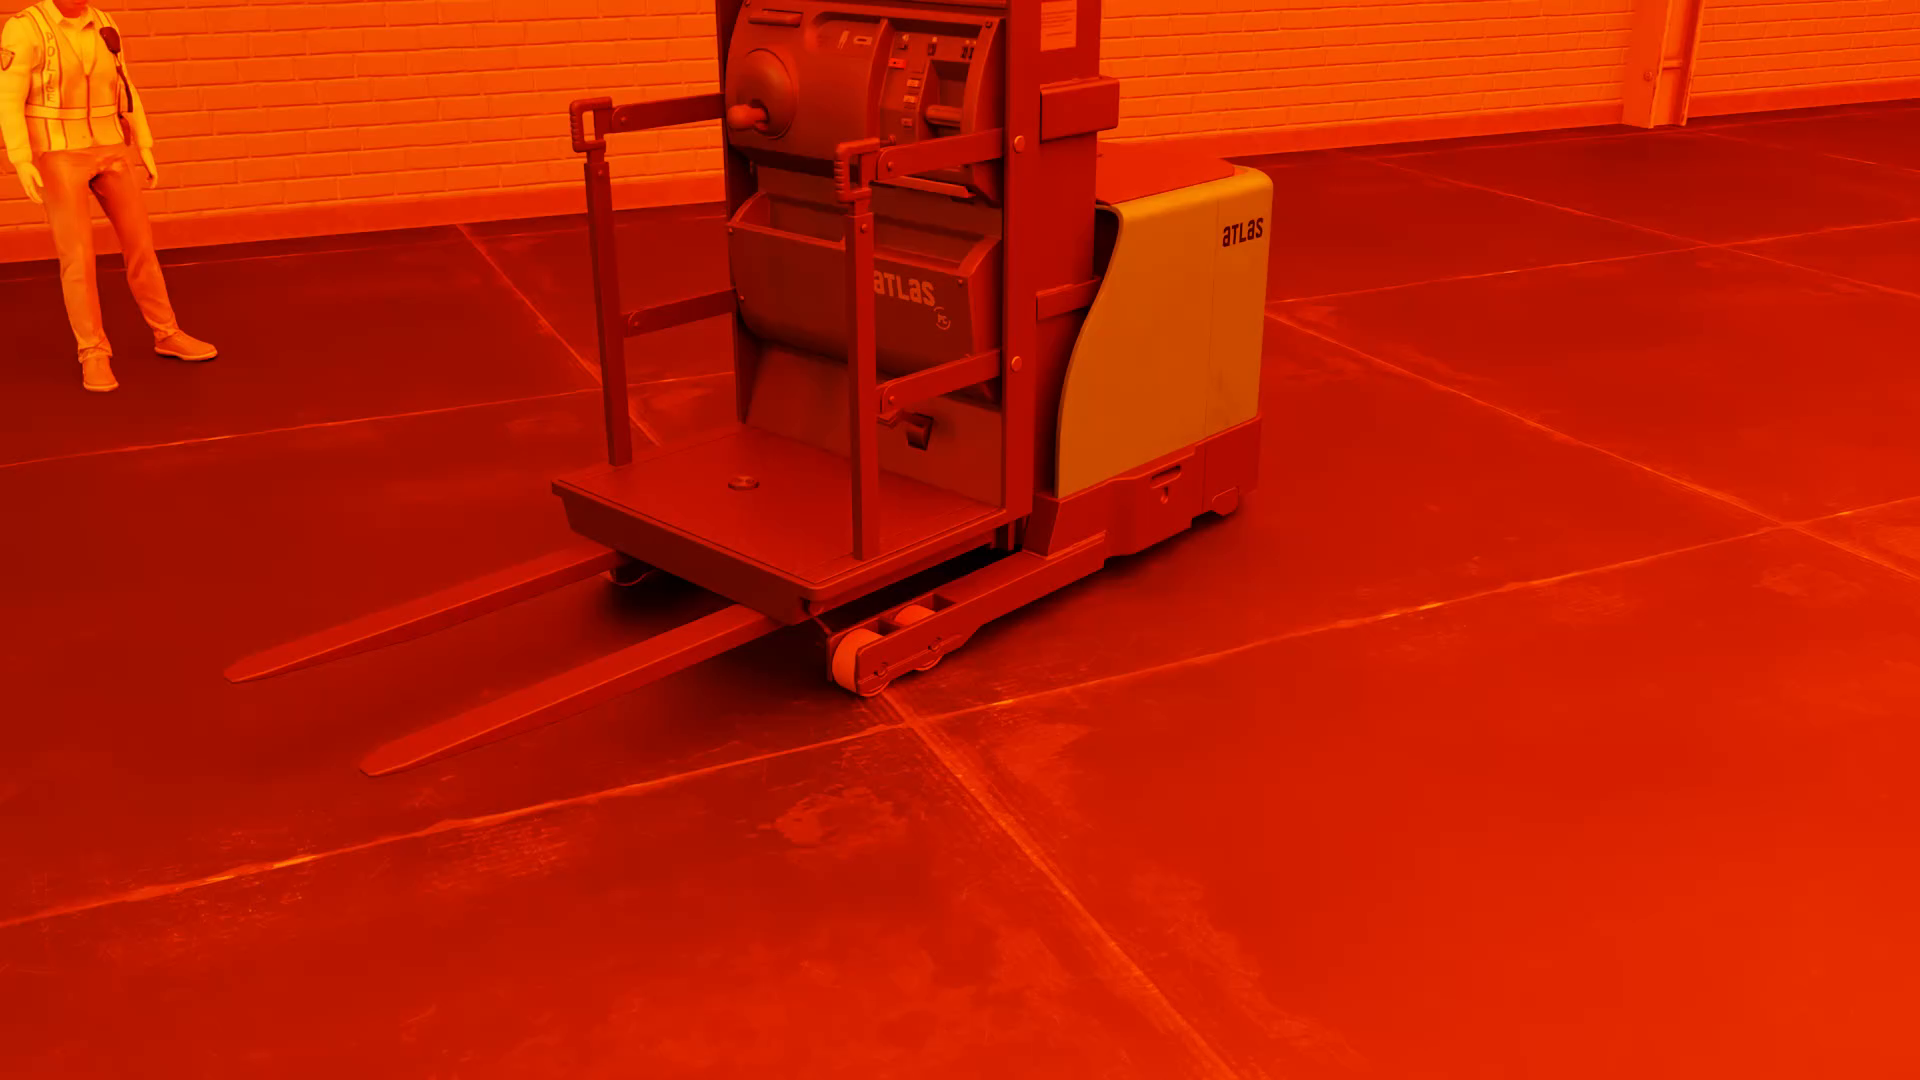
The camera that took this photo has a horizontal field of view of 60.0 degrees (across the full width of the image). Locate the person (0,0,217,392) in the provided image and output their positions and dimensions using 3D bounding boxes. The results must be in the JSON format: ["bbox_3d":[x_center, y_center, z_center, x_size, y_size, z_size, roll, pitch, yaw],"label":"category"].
[{"bbox_3d":[-3.374,-1.466,6.471,0.418,1.673,0.613,14,27,31],"label":"person"}]

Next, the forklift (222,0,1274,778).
[{"bbox_3d":[-0.413,-1.182,4.131,1.130,2.935,3.031,19,29,39],"label":"forklift"}]
